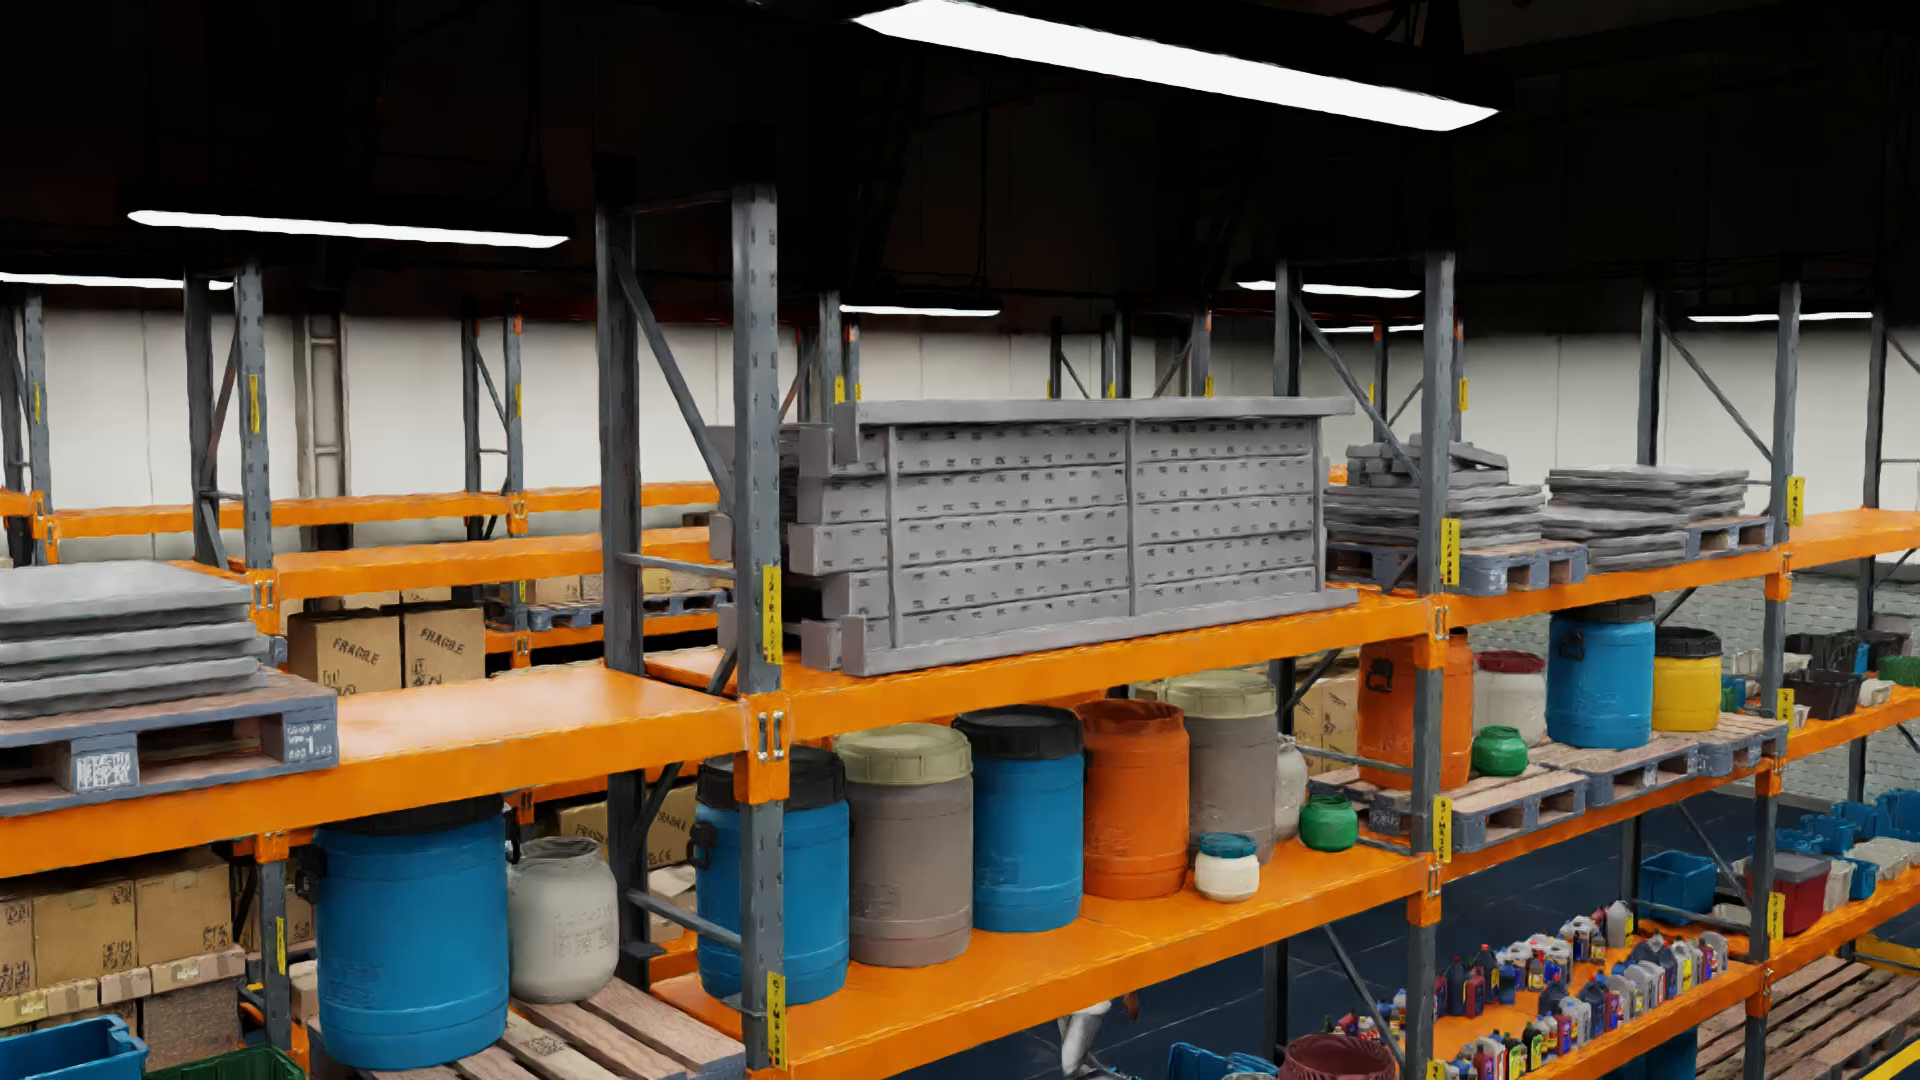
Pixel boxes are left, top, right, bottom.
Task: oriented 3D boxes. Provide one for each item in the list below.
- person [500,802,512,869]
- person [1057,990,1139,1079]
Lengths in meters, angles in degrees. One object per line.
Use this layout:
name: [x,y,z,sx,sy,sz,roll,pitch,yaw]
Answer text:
person: [-3.869,3.016,13.846,0.574,1.663,0.545,-1,6,-12]
person: [0.811,3.245,11.535,0.802,1.689,0.716,-4,7,-36]
